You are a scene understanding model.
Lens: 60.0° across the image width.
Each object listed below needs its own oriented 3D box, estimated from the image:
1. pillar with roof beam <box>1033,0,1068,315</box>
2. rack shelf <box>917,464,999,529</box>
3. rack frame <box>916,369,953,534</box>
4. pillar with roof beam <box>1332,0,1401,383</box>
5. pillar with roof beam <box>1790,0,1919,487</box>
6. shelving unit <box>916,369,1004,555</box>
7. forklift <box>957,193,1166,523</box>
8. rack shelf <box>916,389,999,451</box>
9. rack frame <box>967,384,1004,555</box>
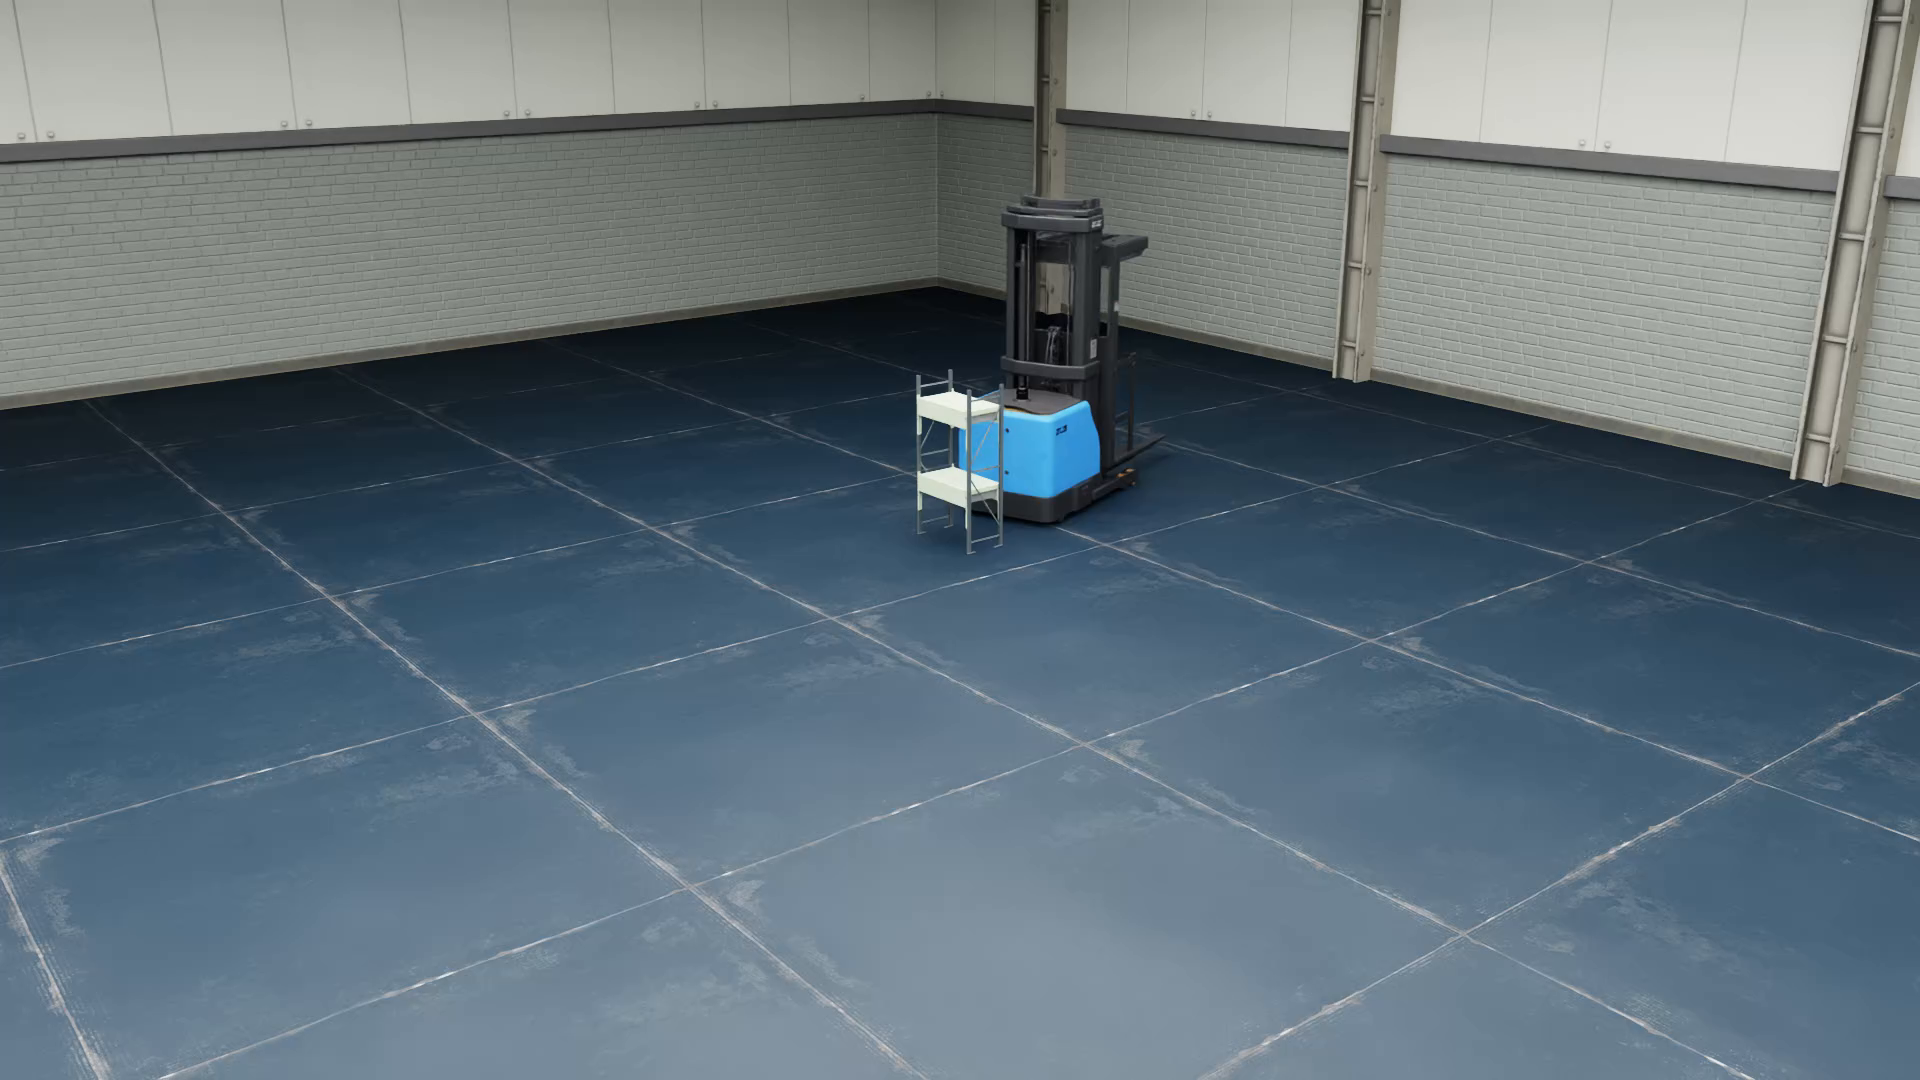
[{"bbox_3d":[-2.017,-7.007,22.096,9.100,9.000,0.400,-14,23,-36],"label":"pillar with roof beam"},{"bbox_3d":[-0.004,-0.404,15.122,0.431,0.370,0.720,-14,23,-36],"label":"rack shelf"},{"bbox_3d":[-0.231,-0.804,15.292,0.400,1.500,0.023,-14,23,-36],"label":"rack frame"},{"bbox_3d":[1.708,-5.529,17.631,9.100,9.000,0.400,-14,23,-36],"label":"pillar with roof beam"},{"bbox_3d":[5.434,-4.050,13.166,9.100,9.000,0.400,-14,23,-36],"label":"pillar with roof beam"},{"bbox_3d":[-0.004,-0.714,15.019,0.431,1.500,0.755,-14,23,-36],"label":"shelving unit"},{"bbox_3d":[1.162,-1.965,16.522,1.130,2.935,3.031,11,21,29],"label":"forklift"},{"bbox_3d":[-0.004,-1.084,14.897,0.431,0.370,0.720,-14,23,-36],"label":"rack shelf"},{"bbox_3d":[0.223,-0.623,14.747,0.400,1.500,0.023,-14,23,-36],"label":"rack frame"}]
